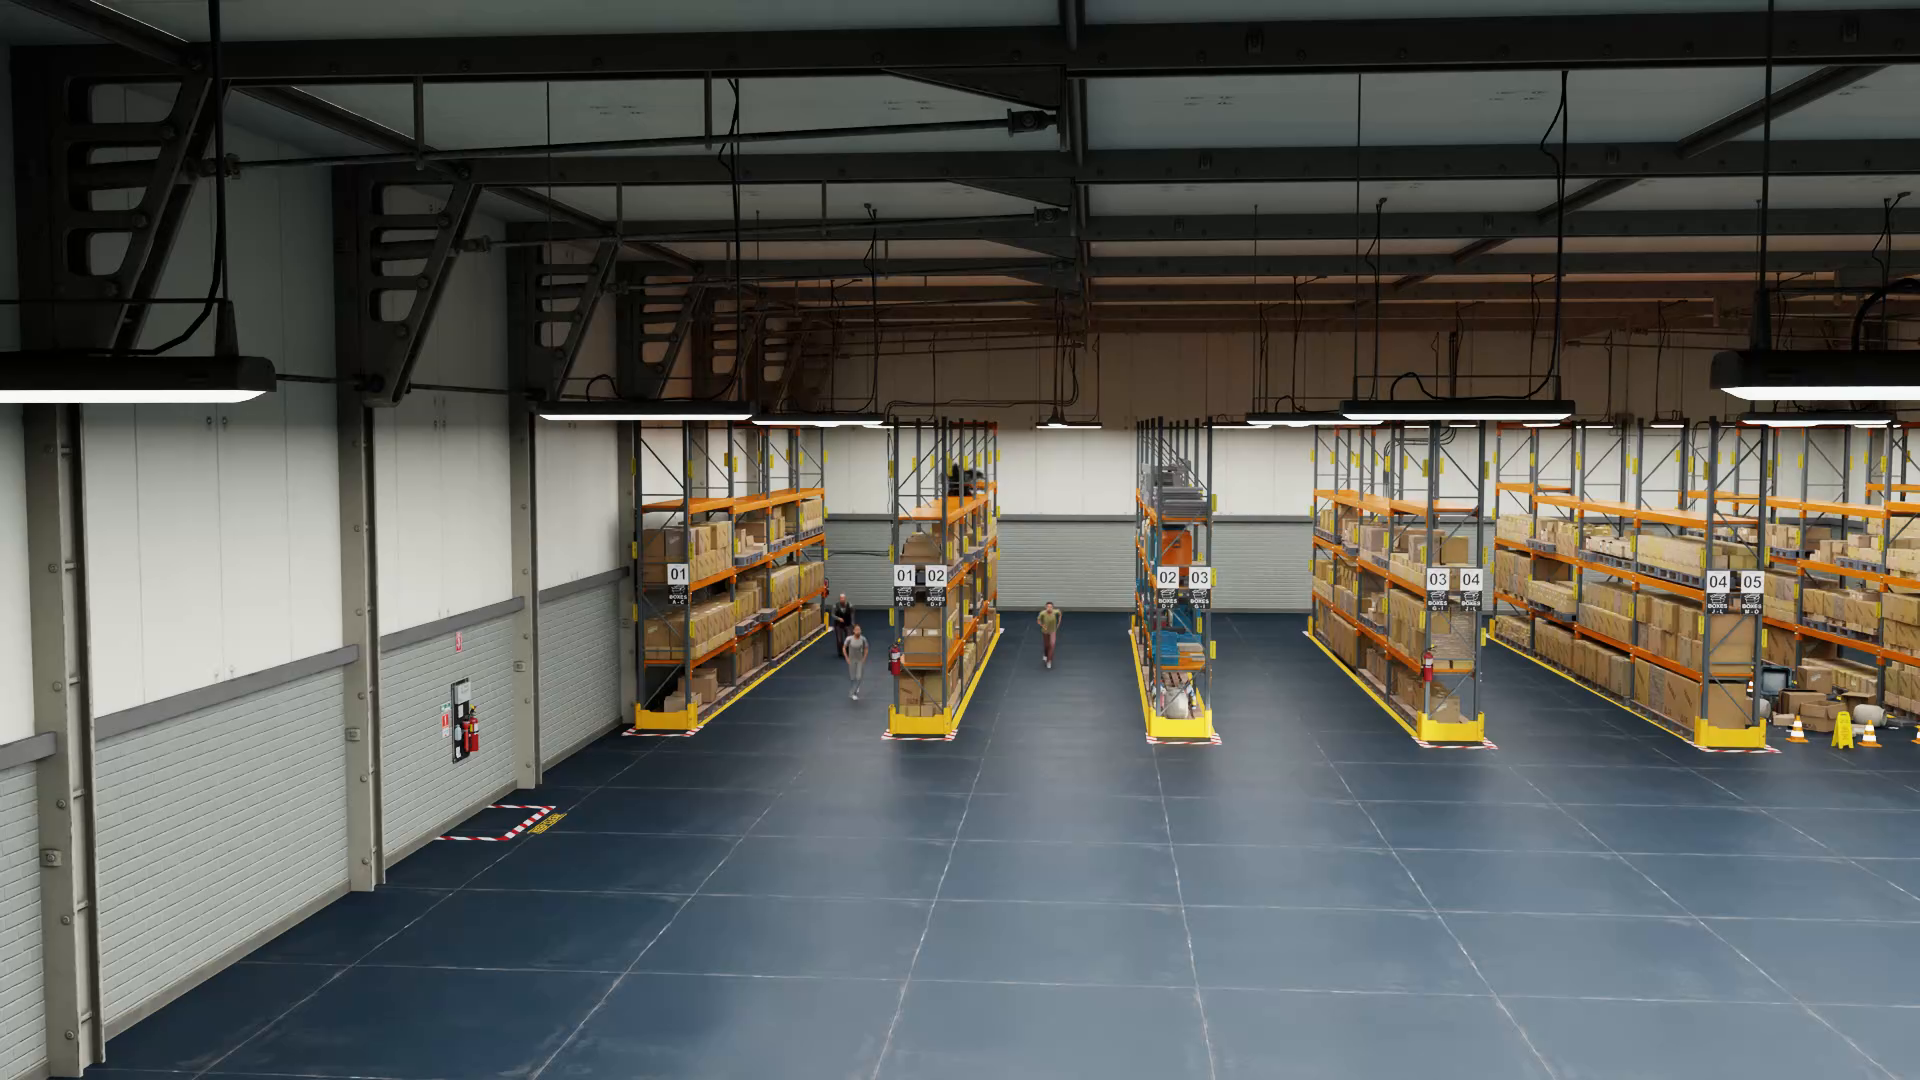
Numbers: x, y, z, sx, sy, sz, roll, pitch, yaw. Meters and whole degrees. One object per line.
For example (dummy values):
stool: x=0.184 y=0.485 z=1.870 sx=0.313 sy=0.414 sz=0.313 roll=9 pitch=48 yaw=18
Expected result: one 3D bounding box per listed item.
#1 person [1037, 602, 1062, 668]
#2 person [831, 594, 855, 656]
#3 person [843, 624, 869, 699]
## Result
person: x=2.168 y=2.284 z=40.688 sx=0.617 sy=1.628 sz=1.009 roll=0 pitch=4 yaw=-7
person: x=-2.956 y=2.173 z=42.074 sx=0.650 sy=1.619 sz=0.791 roll=-1 pitch=4 yaw=-14
person: x=-2.241 y=2.598 z=35.678 sx=0.561 sy=1.610 sz=0.558 roll=-1 pitch=4 yaw=-10
